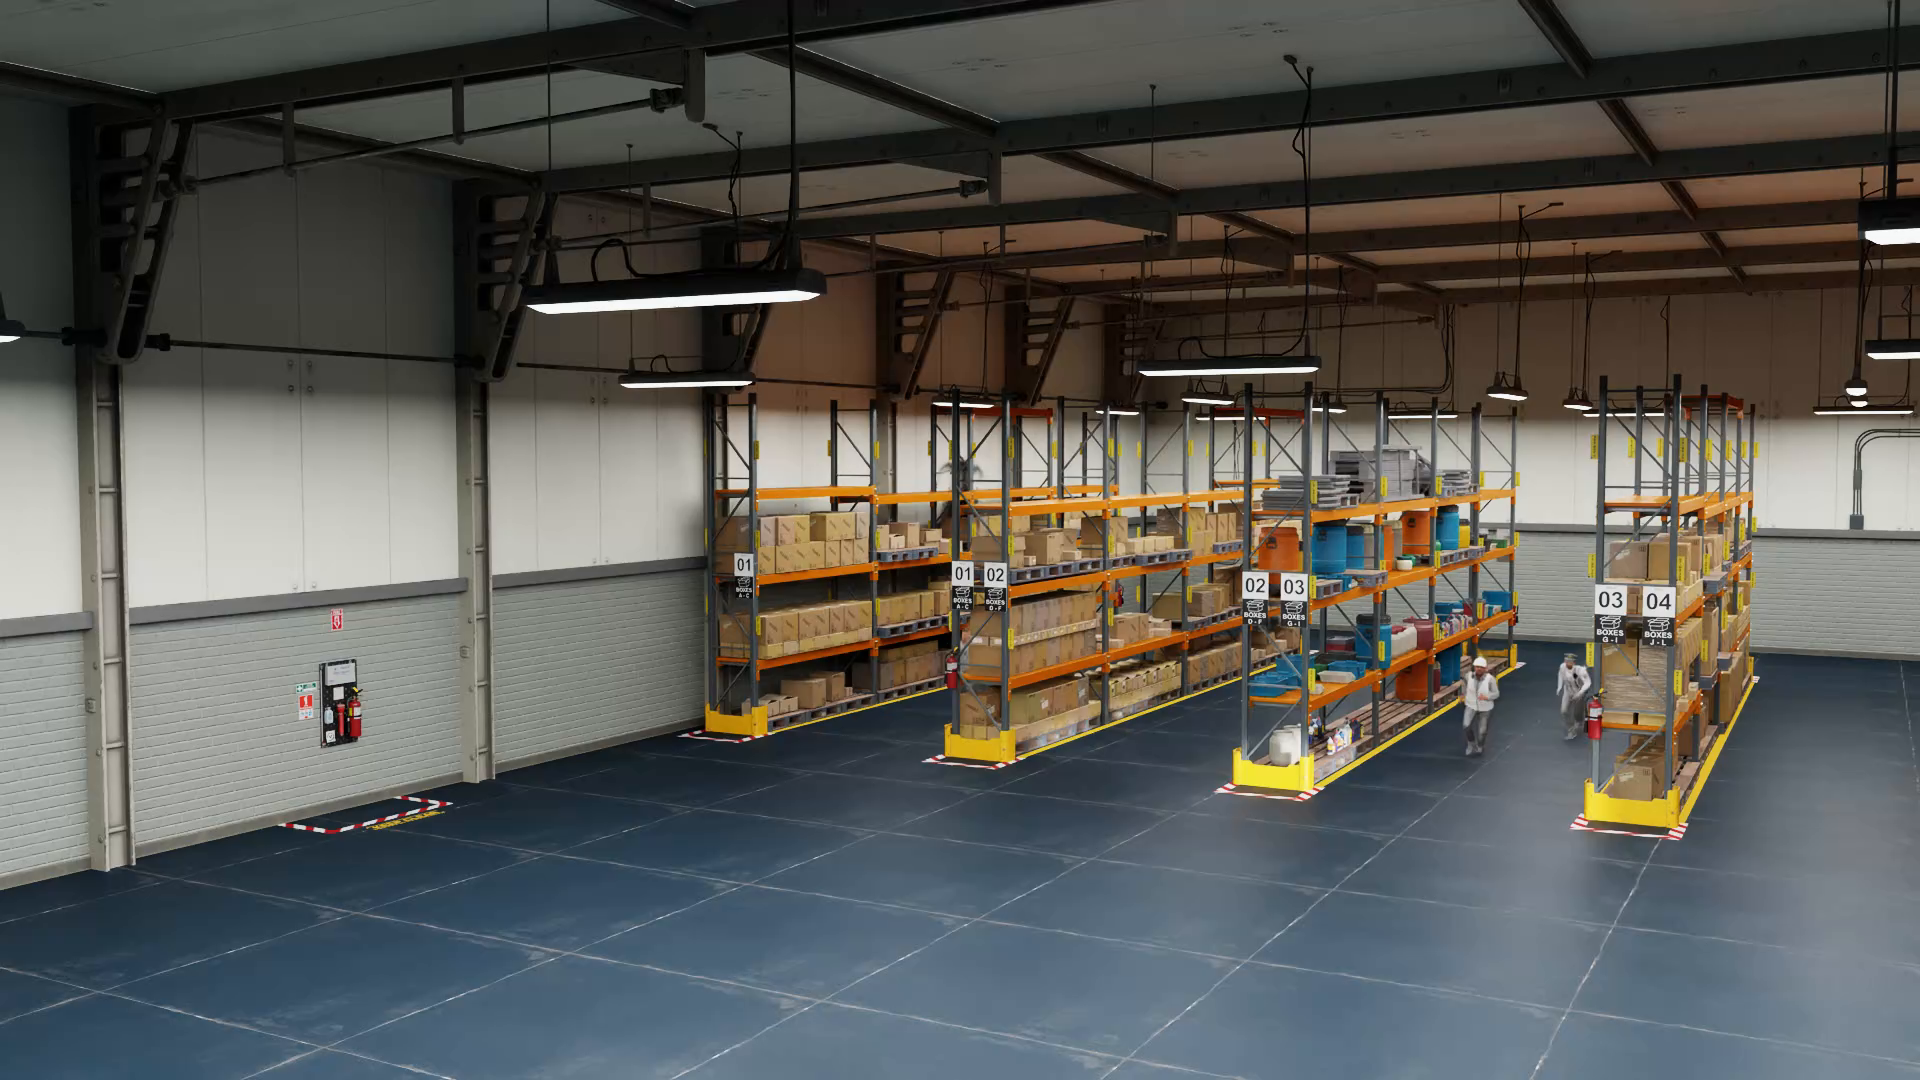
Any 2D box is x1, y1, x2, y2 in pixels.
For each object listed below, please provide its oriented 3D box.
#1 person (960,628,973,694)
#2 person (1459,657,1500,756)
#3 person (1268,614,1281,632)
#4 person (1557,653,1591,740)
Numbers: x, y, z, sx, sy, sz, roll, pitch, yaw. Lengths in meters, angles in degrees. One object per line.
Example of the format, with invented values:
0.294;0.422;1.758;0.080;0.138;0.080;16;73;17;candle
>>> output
0.114;2.472;31.550;0.536;1.614;0.784;1;3;26;person
8.431;2.696;27.011;0.660;1.647;0.984;1;3;22;person
8.029;1.917;42.144;0.883;1.611;0.539;1;3;18;person
10.739;2.690;28.965;0.611;1.519;1.039;2;4;37;person
